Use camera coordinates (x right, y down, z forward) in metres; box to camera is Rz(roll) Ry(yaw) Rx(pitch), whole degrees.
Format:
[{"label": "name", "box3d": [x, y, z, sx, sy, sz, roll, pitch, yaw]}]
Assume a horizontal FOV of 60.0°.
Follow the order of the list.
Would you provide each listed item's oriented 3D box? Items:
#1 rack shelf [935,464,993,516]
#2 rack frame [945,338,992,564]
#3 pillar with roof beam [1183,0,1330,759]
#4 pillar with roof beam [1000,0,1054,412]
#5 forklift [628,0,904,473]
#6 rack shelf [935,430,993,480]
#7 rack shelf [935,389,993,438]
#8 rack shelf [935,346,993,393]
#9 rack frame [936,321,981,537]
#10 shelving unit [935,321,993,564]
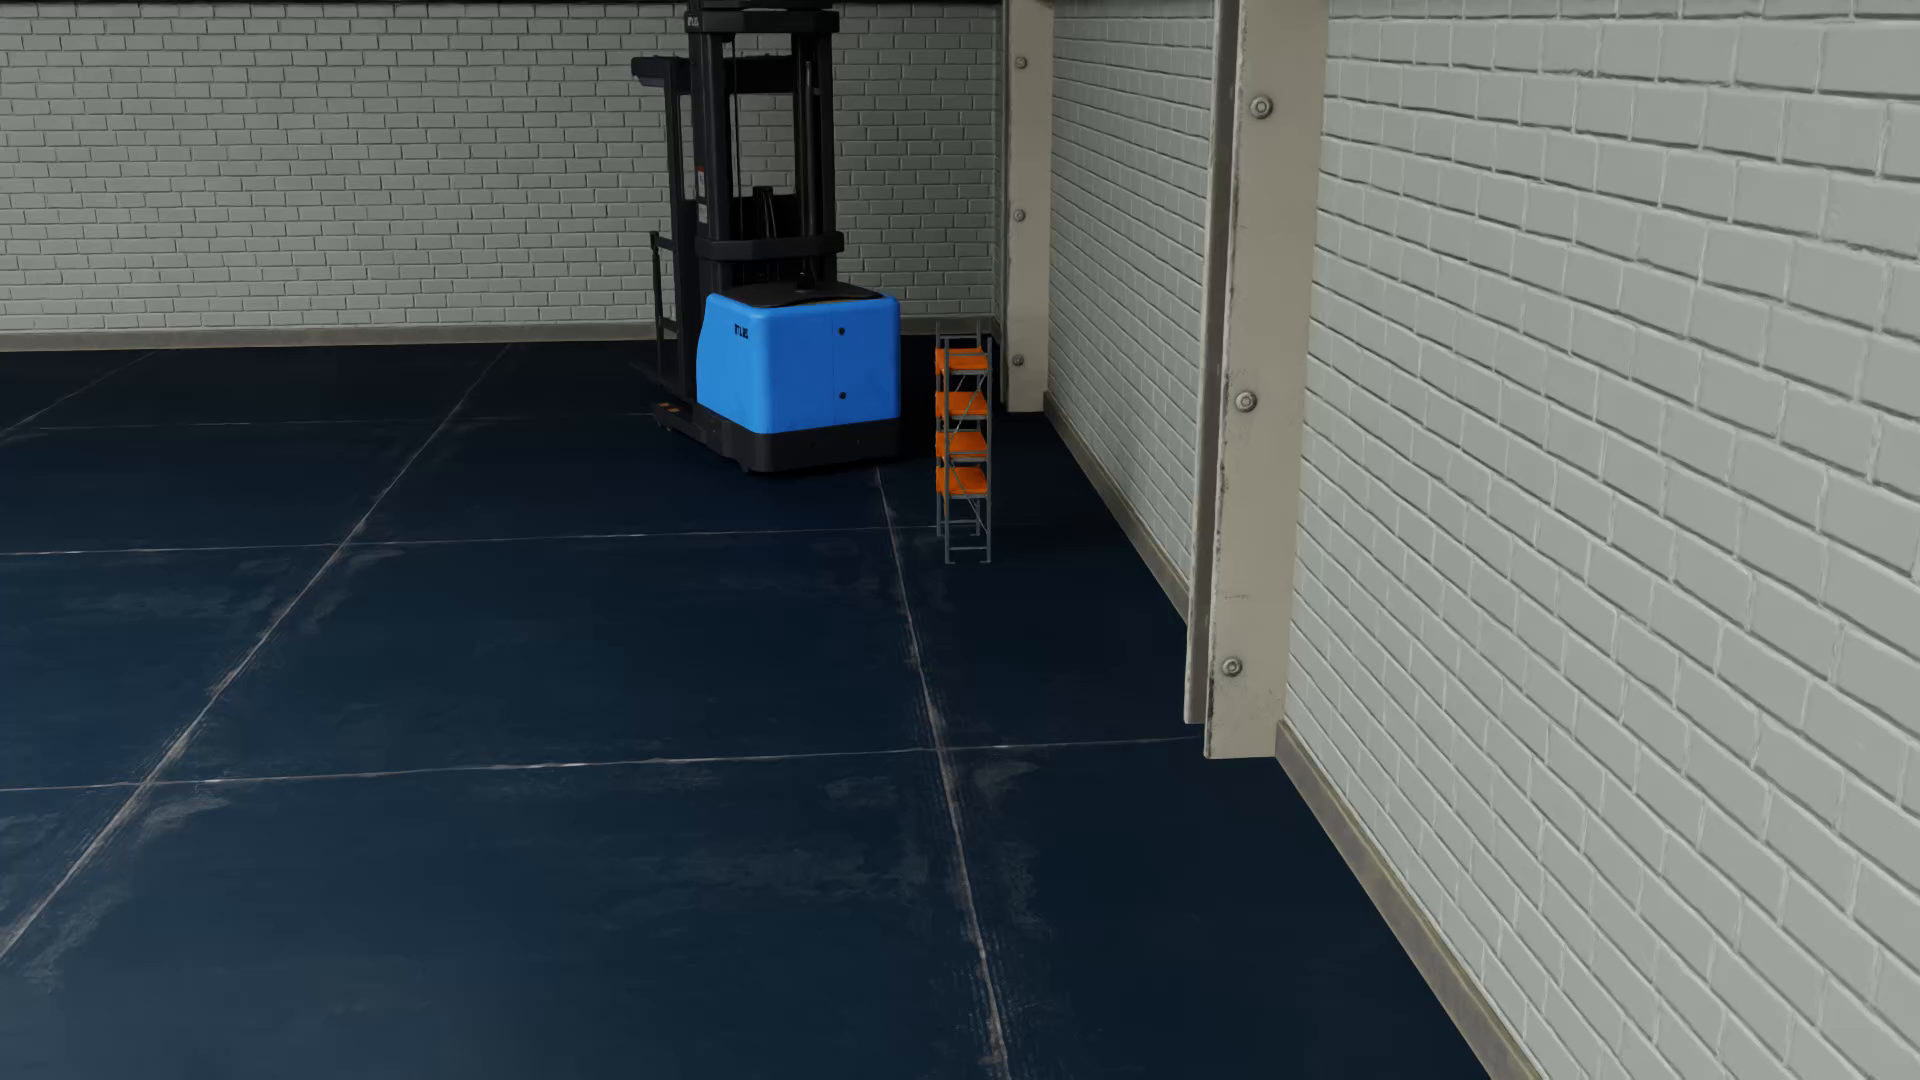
[{"label": "rack shelf", "box3d": [0.017, -0.270, 8.920, 0.258, 0.148, 0.480, -2, 18, -6]}, {"label": "rack frame", "box3d": [0.042, -0.450, 8.609, 0.240, 1.200, 0.015, -2, 18, -6]}, {"label": "pillar with roof beam", "box3d": [-3.190, -3.373, 4.896, 9.100, 9.000, 0.400, -2, 18, -6]}, {"label": "pillar with roof beam", "box3d": [-3.809, -5.160, 10.590, 9.100, 9.000, 0.400, -2, 18, -6]}, {"label": "forklift", "box3d": [-1.522, -2.209, 11.321, 1.130, 2.935, 3.031, -10, 20, -28]}, {"label": "rack shelf", "box3d": [0.017, -0.459, 8.860, 0.258, 0.148, 0.480, -2, 18, -6]}, {"label": "rack shelf", "box3d": [0.017, -0.672, 8.793, 0.258, 0.148, 0.480, -2, 18, -6]}, {"label": "rack shelf", "box3d": [0.017, -0.898, 8.723, 0.258, 0.148, 0.480, -2, 18, -6]}, {"label": "rack frame", "box3d": [-0.008, -0.596, 9.072, 0.240, 1.200, 0.015, -2, 18, -6]}, {"label": "shelving unit", "box3d": [0.017, -0.523, 8.840, 0.258, 1.200, 0.503, -2, 18, -6]}]
